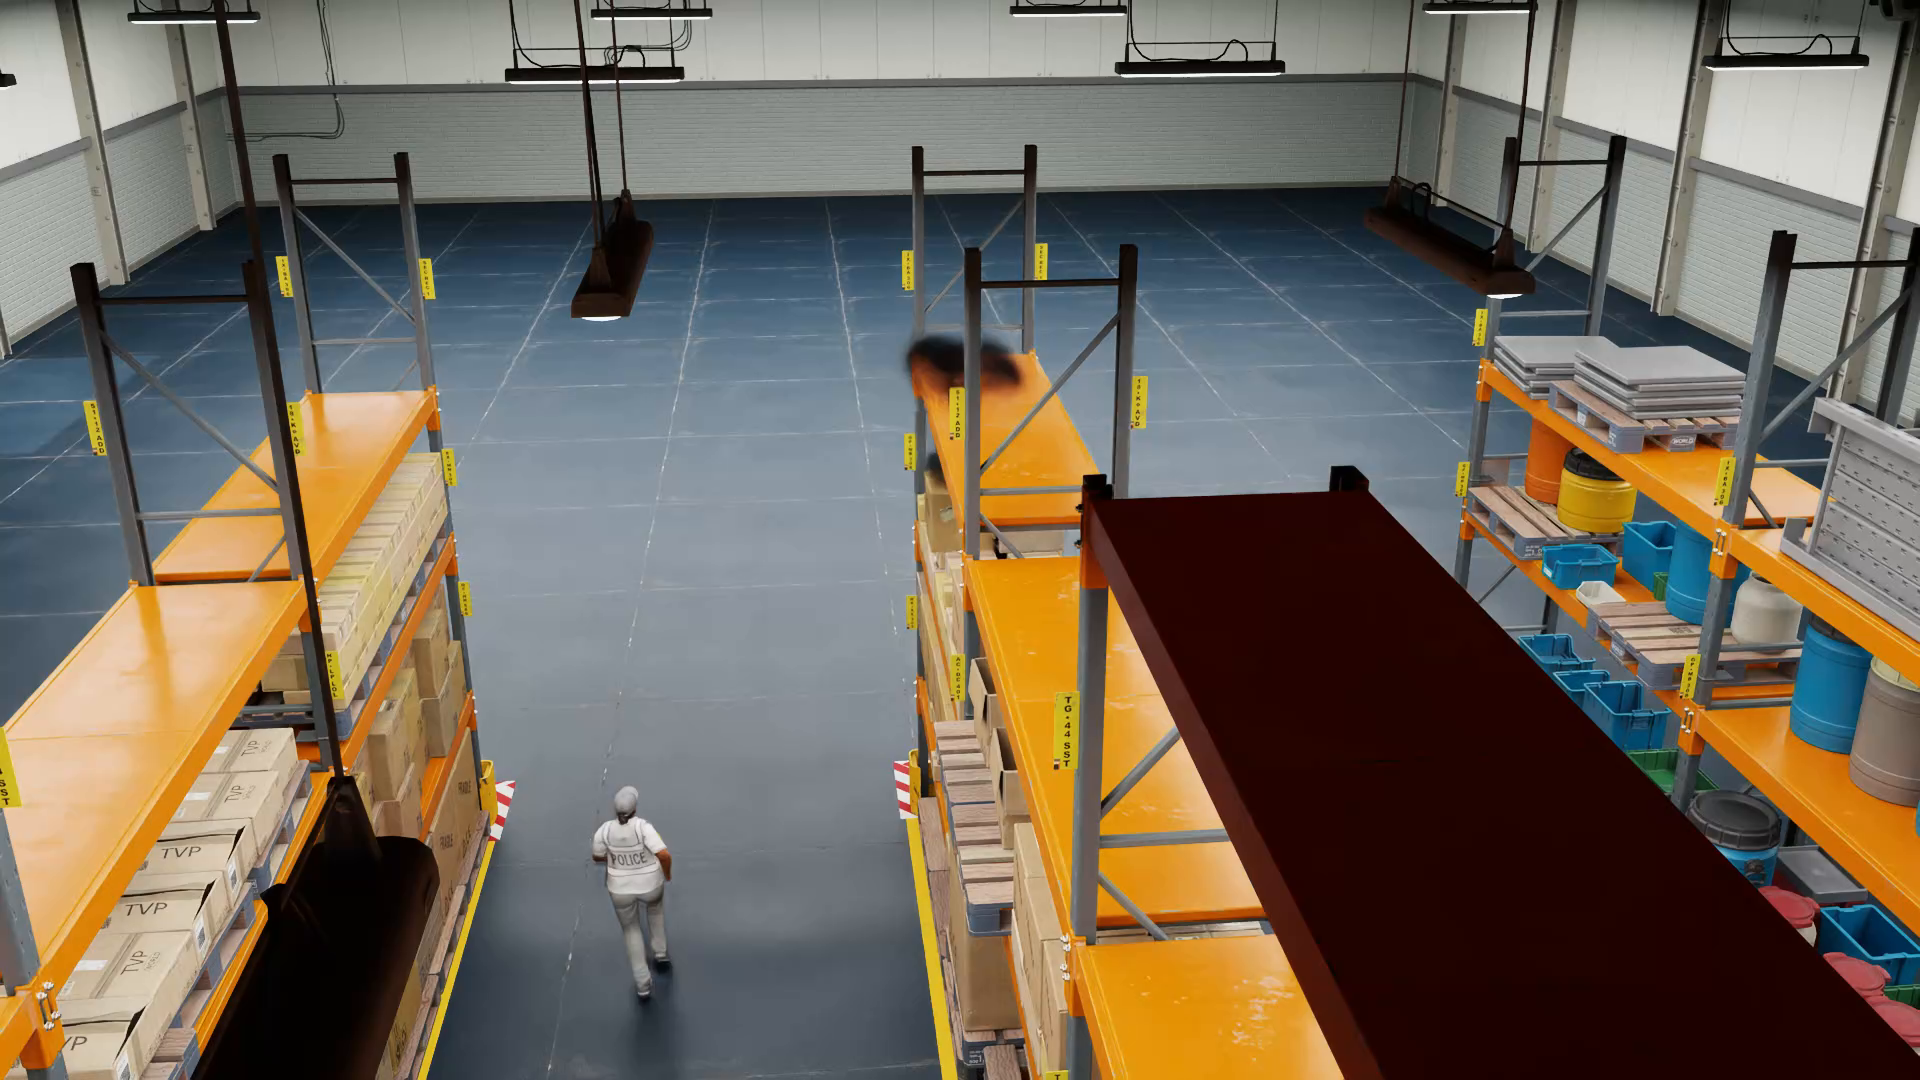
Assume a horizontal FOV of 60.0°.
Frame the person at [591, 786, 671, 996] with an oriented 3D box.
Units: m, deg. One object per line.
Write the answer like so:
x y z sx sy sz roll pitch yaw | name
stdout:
-2.487 2.678 12.676 0.586 1.711 0.681 -5 22 -12 | person
